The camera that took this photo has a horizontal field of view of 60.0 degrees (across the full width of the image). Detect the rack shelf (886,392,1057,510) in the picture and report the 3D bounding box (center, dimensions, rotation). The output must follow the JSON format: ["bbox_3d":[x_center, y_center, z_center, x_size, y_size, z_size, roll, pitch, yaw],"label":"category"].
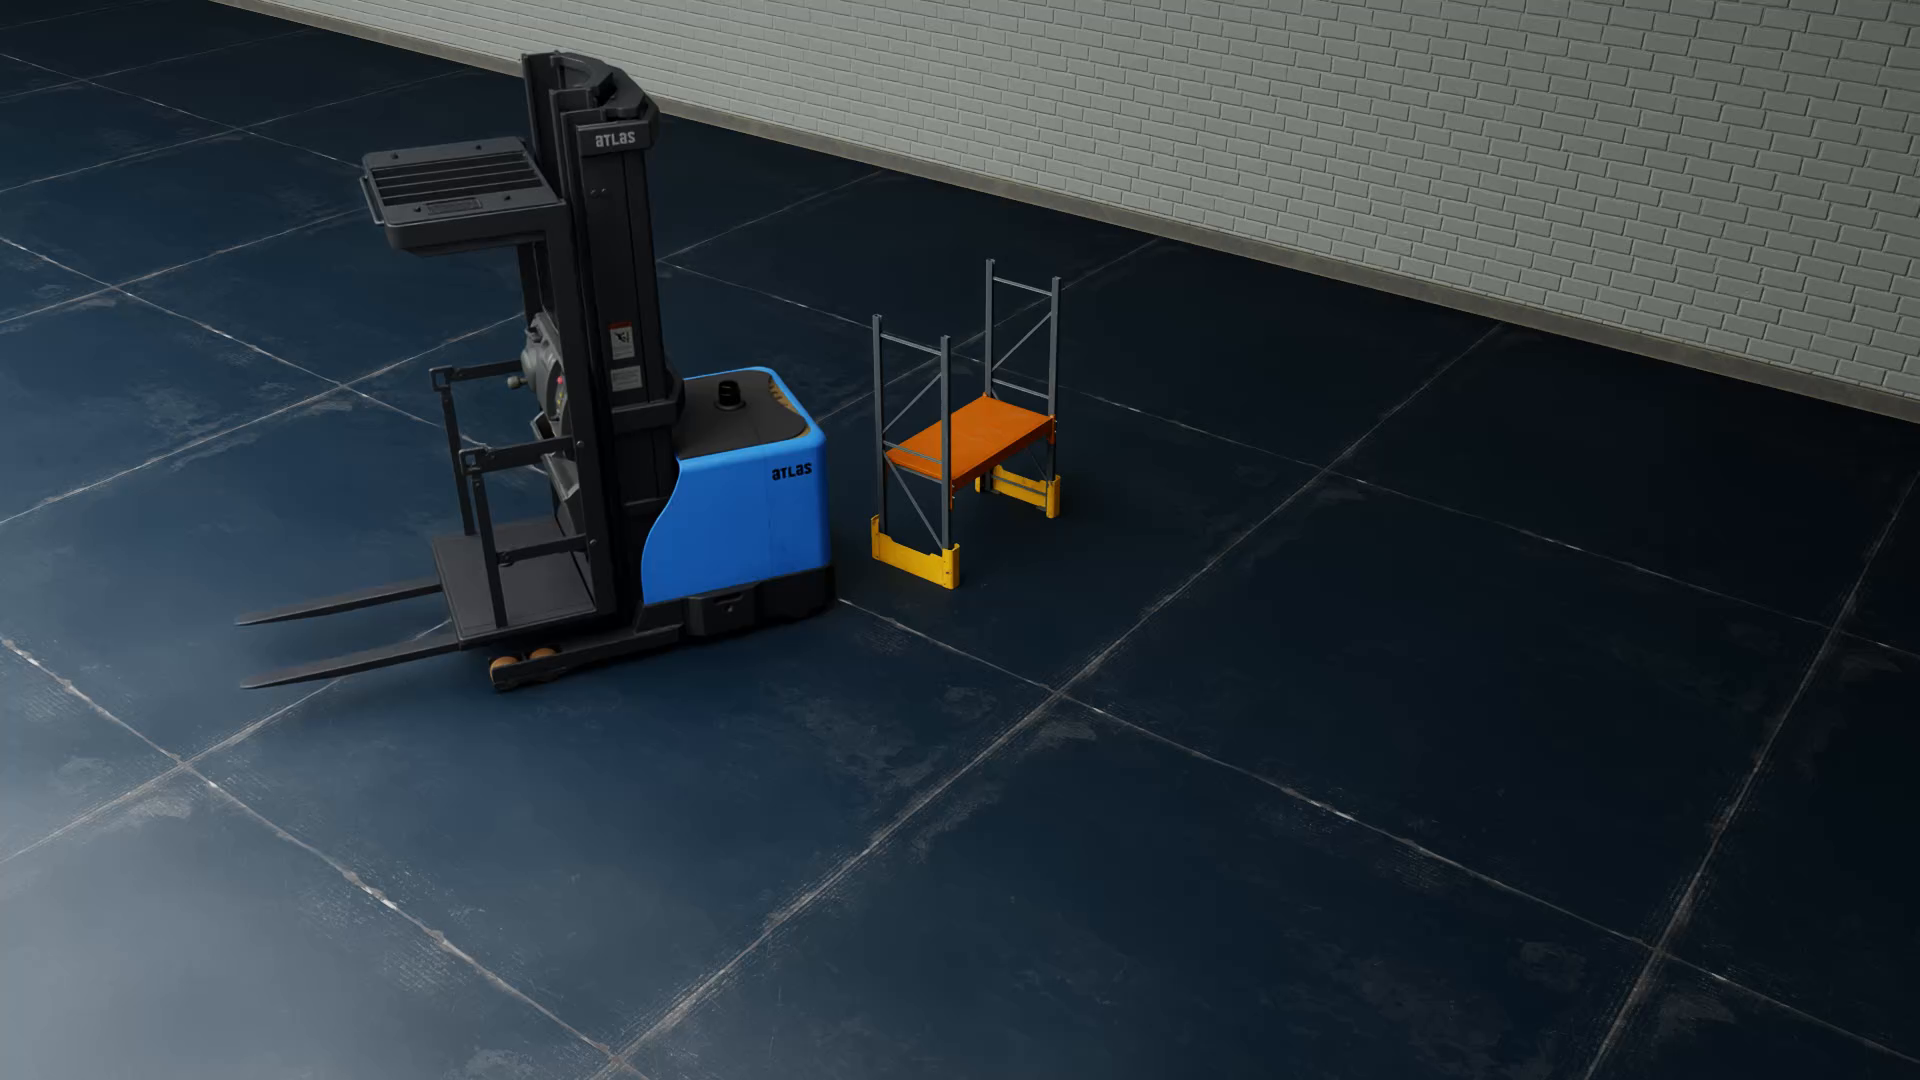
[{"bbox_3d":[0.052,-0.525,9.518,0.538,0.185,1.000,21,37,31],"label":"rack shelf"}]

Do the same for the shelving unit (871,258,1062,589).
[{"bbox_3d":[0.046,-0.676,9.420,0.587,1.500,1.083,21,37,31],"label":"shelving unit"}]

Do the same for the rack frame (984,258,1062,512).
[{"bbox_3d":[0.358,-0.887,9.775,0.500,1.500,0.032,21,37,31],"label":"rack frame"}]

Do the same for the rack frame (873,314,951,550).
[{"bbox_3d":[-0.255,-0.473,9.077,0.500,1.500,0.032,21,37,31],"label":"rack frame"}]

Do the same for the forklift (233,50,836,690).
[{"bbox_3d":[-2.243,-0.806,8.236,3.031,2.935,1.130,-12,33,-20],"label":"forklift"}]

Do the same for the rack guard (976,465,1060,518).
[{"bbox_3d":[0.347,-0.341,10.080,0.587,0.250,0.087,21,37,31],"label":"rack guard"}]

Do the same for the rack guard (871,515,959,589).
[{"bbox_3d":[-0.255,0.064,9.397,0.587,0.250,0.087,21,37,31],"label":"rack guard"}]
